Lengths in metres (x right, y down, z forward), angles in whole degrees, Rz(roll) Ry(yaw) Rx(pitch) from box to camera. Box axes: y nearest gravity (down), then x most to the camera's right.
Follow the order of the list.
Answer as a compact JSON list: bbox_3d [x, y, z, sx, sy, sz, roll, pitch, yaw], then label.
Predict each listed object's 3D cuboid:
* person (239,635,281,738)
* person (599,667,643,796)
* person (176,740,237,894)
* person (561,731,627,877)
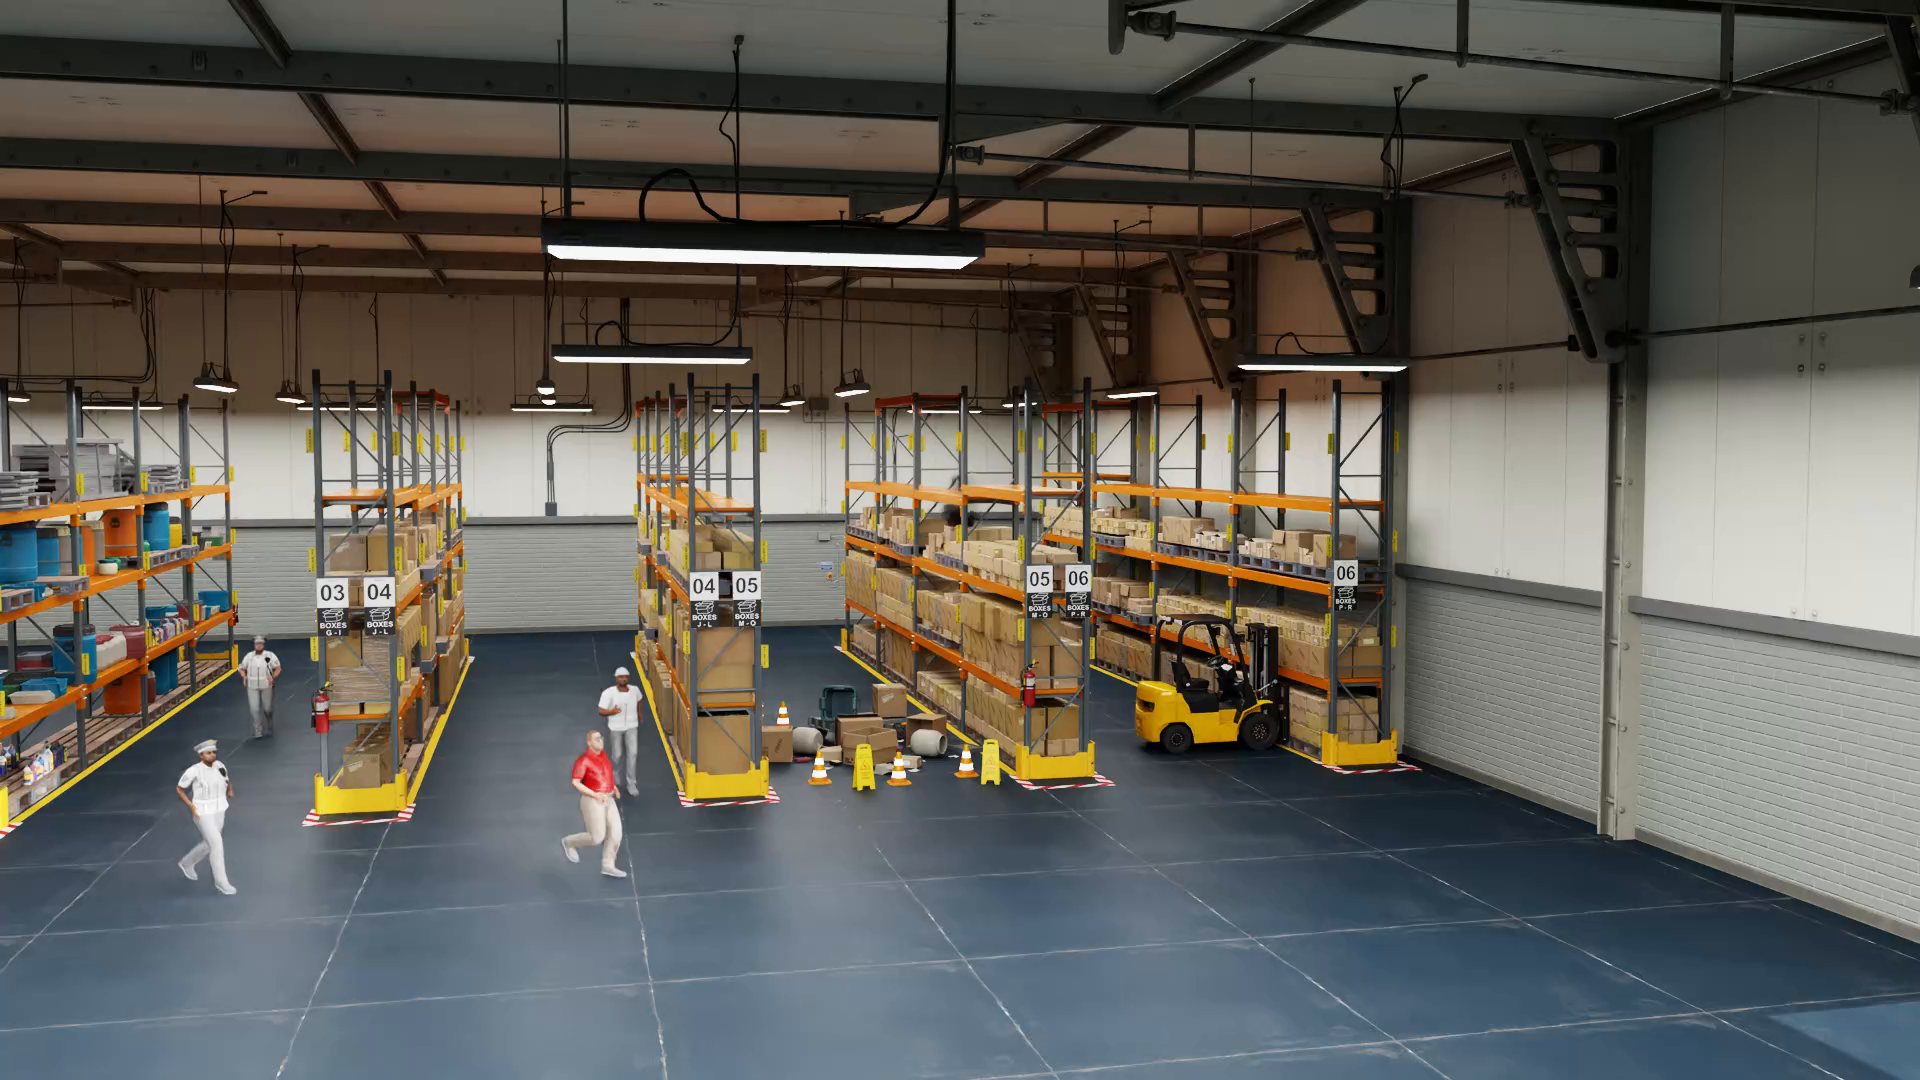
[{"bbox_3d":[-11.983,2.489,28.468,0.661,1.731,0.629,-1,3,-17],"label":"person"},{"bbox_3d":[-4.831,2.713,23.841,0.694,1.781,0.887,-1,4,-24],"label":"person"},{"bbox_3d":[-8.453,3.078,18.692,0.868,1.717,0.567,1,4,24],"label":"person"},{"bbox_3d":[-4.228,3.053,19.331,0.812,1.692,0.677,2,4,25],"label":"person"}]
